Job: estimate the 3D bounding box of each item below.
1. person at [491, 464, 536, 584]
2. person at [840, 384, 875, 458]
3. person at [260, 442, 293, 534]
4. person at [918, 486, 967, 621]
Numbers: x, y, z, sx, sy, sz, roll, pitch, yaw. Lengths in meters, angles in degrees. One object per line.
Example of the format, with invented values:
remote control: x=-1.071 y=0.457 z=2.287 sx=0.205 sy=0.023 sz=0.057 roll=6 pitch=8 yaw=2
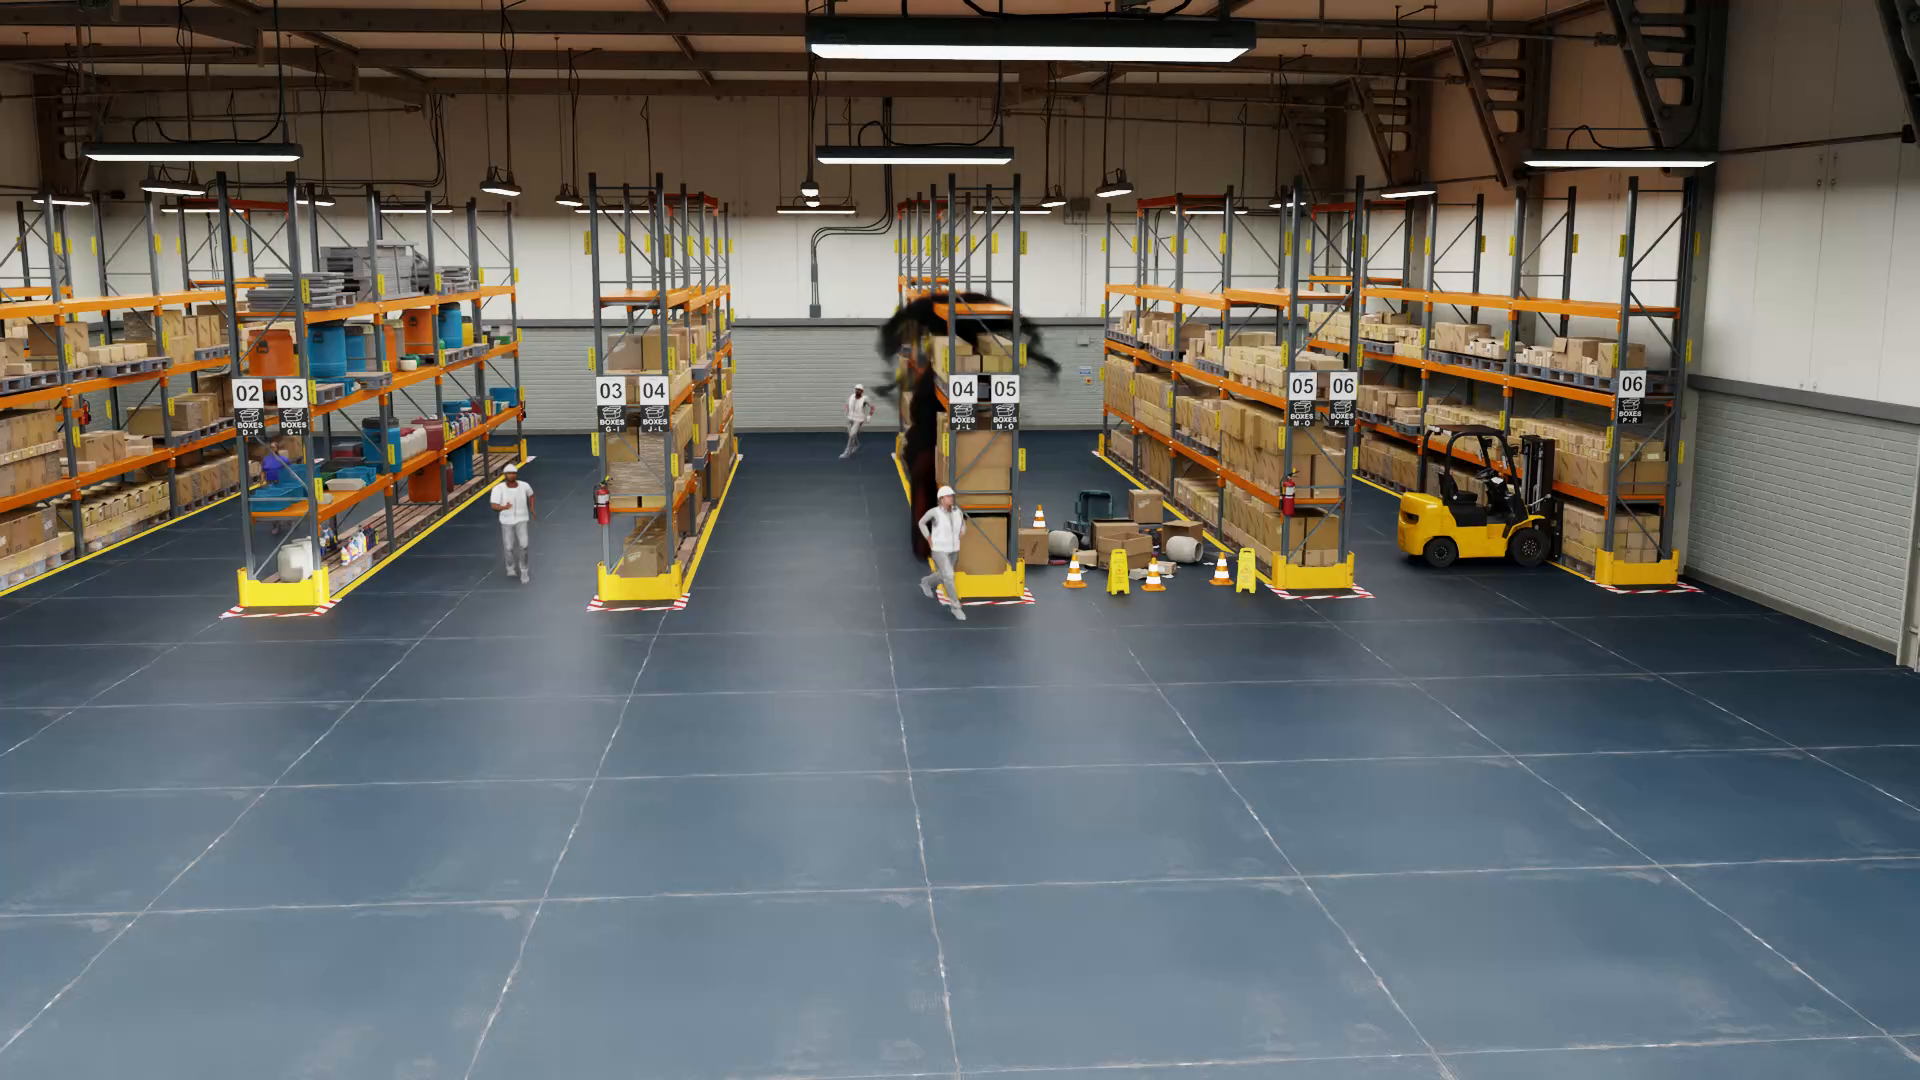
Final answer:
person: x=-6.702 y=-0.240 z=25.017 sx=0.668 sy=1.815 sz=0.739 roll=-3 pitch=11 yaw=-19
person: x=-2.484 y=-2.853 z=39.735 sx=0.743 sy=1.741 sz=0.941 roll=6 pitch=11 yaw=29
person: x=-12.066 y=-0.932 z=29.350 sx=0.576 sy=1.604 sz=0.592 roll=-1 pitch=10 yaw=-3
person: x=-0.214 y=0.141 z=22.879 sx=0.614 sy=1.804 sz=1.098 roll=-9 pitch=13 yaw=-41
